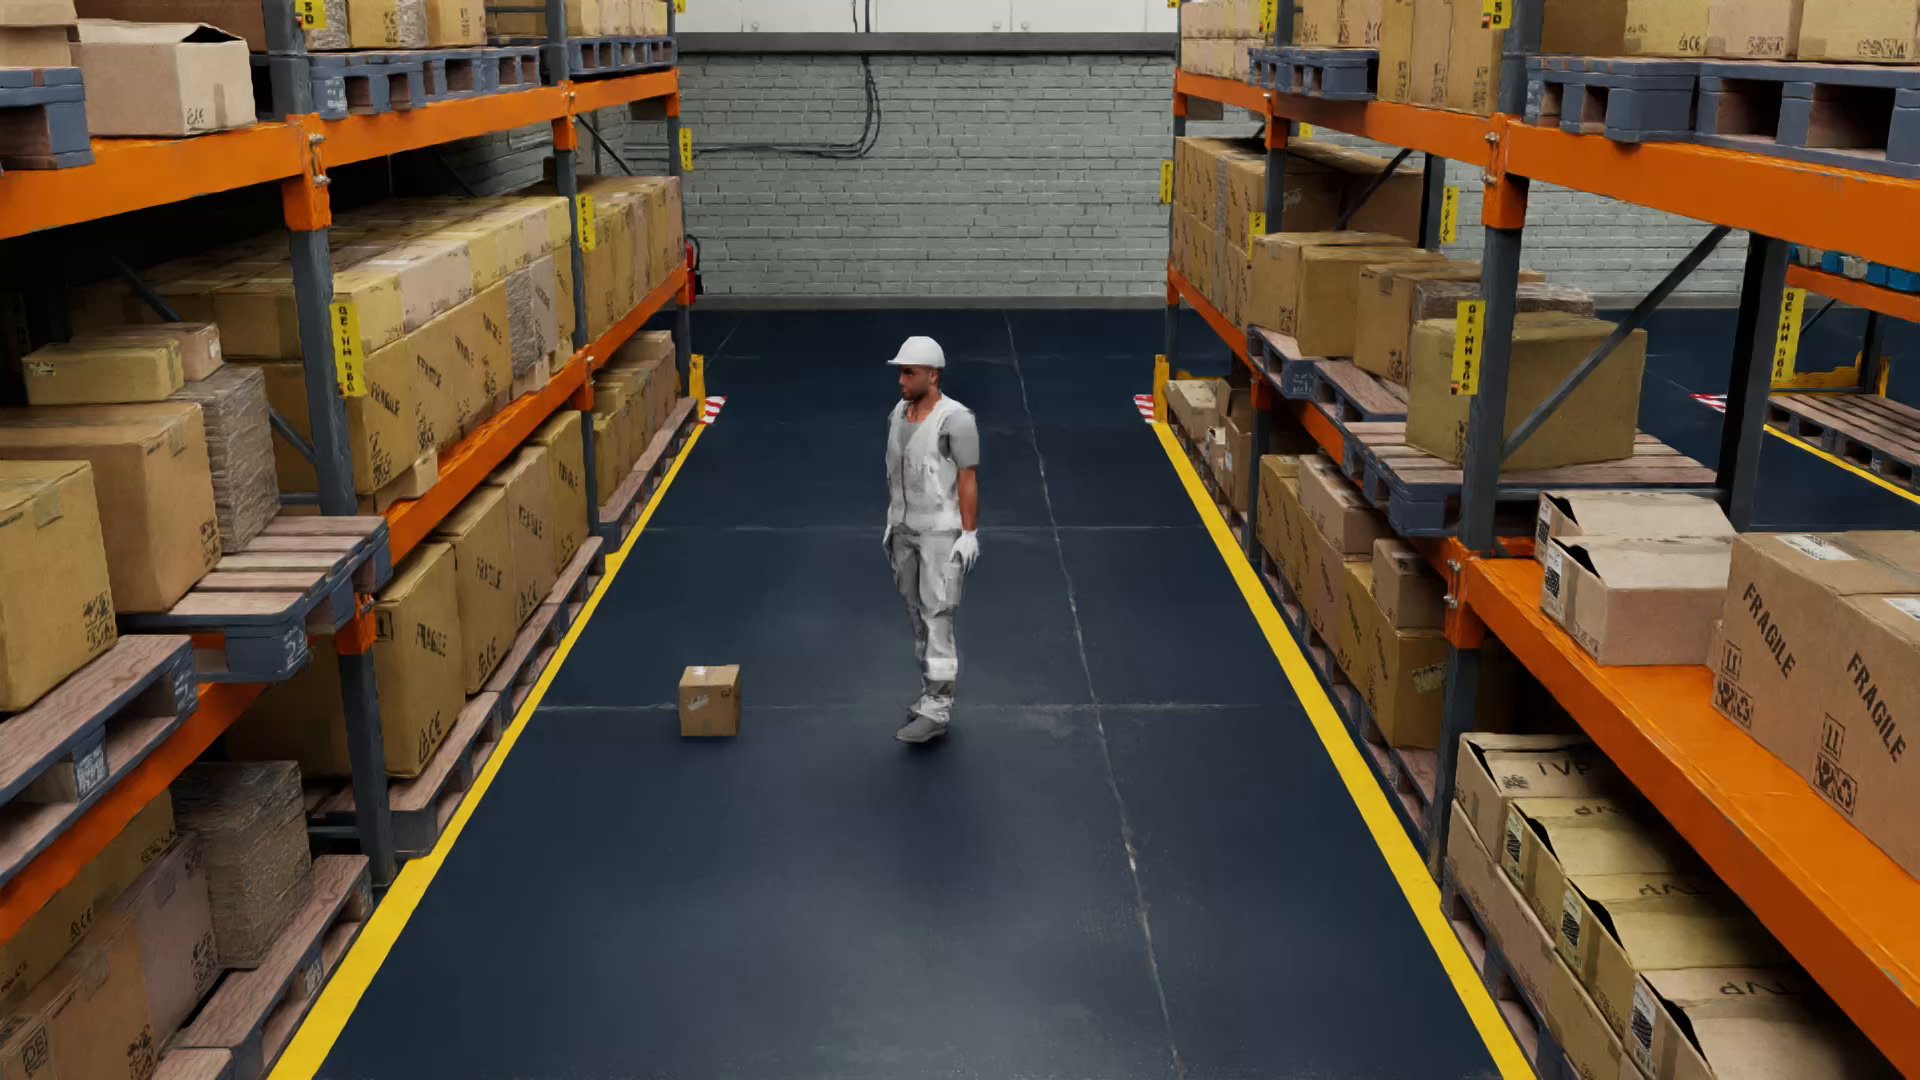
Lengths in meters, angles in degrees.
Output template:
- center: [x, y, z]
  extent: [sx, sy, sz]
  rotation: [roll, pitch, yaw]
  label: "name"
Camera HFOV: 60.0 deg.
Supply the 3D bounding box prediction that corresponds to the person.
- center: [-0.232, -0.006, 7.492]
  extent: [0.581, 1.789, 0.608]
  rotation: [16, 23, 42]
  label: "person"
